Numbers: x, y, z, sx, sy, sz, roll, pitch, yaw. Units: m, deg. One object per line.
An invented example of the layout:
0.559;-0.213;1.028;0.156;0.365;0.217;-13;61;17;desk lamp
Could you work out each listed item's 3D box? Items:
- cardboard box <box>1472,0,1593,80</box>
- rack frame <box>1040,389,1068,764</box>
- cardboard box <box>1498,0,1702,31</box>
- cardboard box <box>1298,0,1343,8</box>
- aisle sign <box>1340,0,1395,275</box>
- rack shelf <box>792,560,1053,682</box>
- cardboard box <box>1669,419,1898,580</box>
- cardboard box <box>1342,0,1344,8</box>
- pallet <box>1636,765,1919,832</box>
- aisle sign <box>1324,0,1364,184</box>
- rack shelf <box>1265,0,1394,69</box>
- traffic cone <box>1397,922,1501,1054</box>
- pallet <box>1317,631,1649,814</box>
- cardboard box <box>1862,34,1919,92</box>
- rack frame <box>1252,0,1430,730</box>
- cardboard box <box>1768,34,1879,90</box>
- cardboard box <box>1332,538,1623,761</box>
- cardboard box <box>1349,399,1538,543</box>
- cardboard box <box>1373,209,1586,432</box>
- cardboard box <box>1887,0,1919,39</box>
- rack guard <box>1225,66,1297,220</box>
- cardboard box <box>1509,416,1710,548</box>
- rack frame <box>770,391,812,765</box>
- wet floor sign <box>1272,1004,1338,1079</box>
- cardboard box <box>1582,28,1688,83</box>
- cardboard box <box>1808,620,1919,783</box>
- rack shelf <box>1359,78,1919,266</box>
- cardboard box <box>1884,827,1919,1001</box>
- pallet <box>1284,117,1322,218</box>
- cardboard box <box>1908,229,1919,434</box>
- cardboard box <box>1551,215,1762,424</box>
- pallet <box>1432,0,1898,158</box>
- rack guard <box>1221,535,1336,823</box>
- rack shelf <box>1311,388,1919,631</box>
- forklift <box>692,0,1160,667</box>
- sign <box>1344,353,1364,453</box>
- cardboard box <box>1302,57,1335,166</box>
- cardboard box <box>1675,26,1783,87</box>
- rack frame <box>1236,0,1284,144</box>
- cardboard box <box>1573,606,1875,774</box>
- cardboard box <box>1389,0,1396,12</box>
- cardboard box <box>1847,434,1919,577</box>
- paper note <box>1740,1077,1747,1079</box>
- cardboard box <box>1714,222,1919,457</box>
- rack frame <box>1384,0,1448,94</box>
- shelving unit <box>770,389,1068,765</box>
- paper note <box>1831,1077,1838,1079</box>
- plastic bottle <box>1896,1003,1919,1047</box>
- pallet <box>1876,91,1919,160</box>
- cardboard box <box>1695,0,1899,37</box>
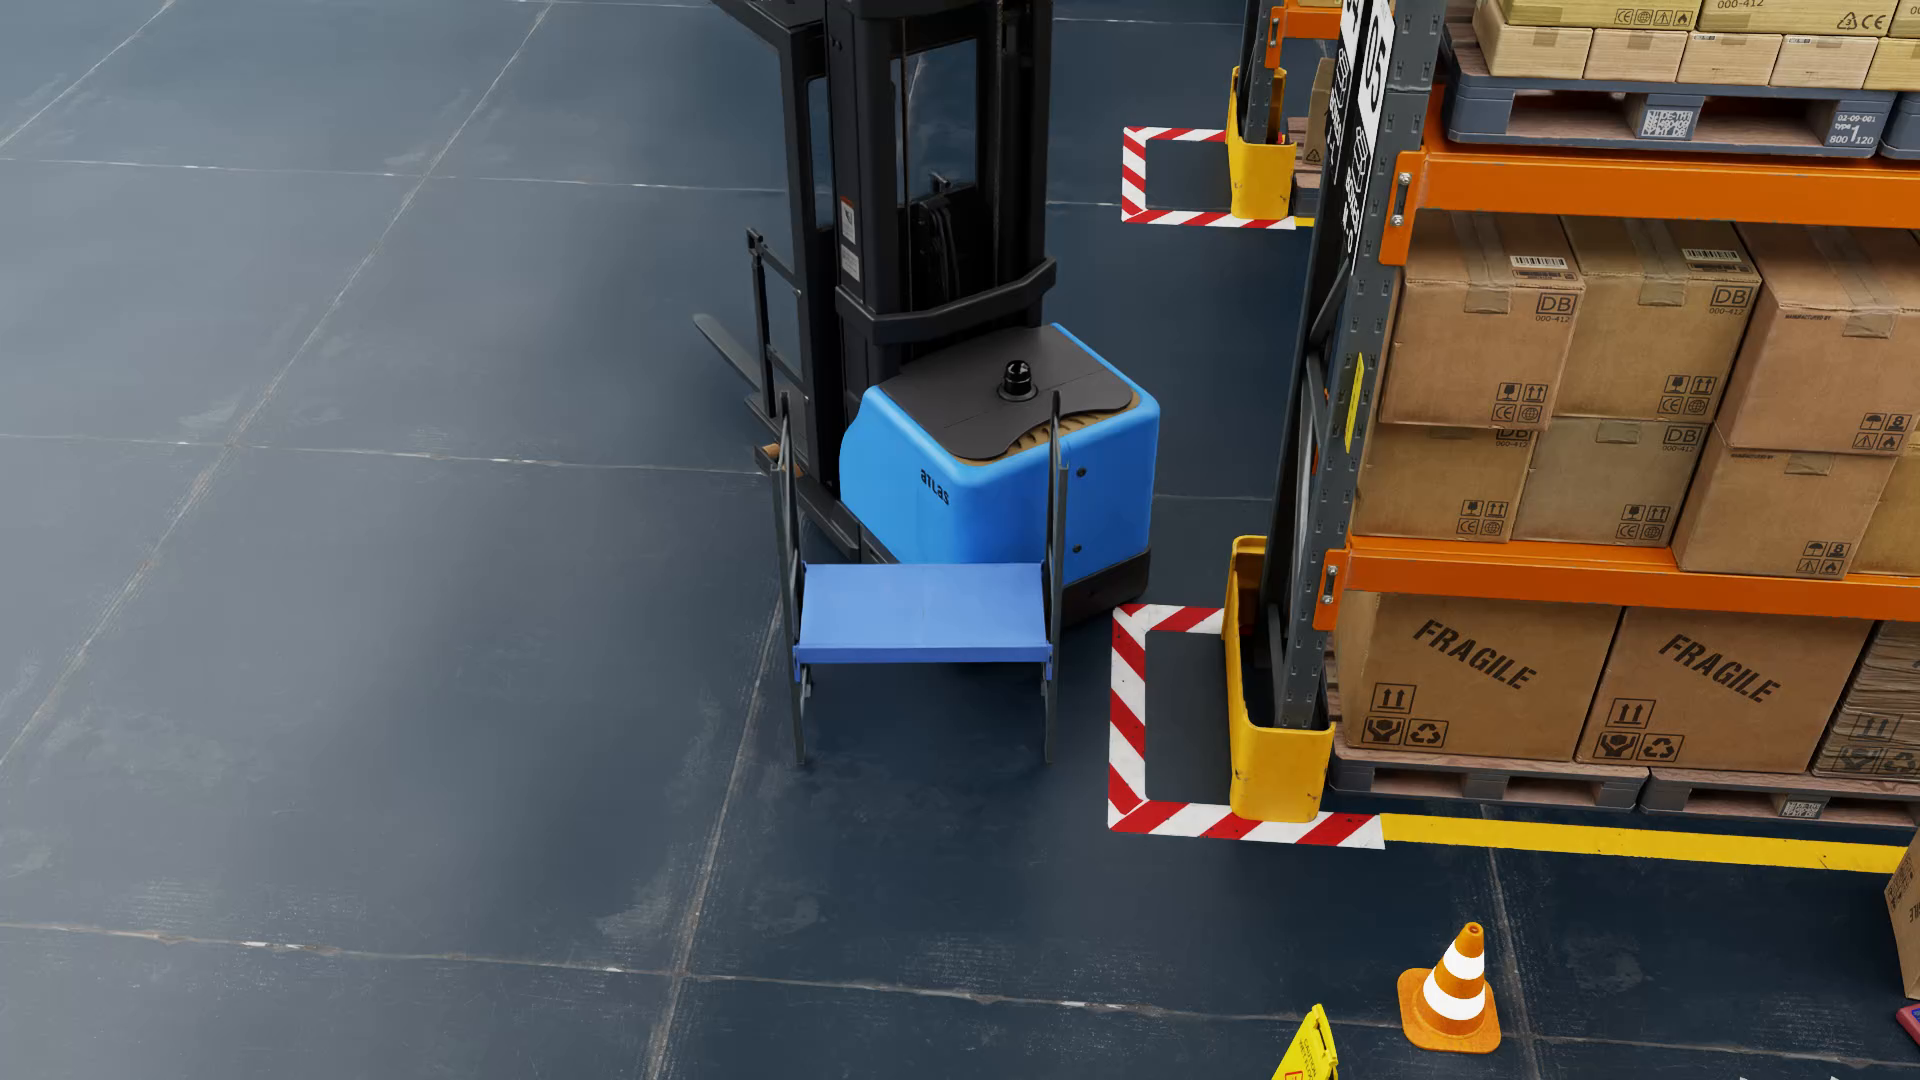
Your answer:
1.631;-1.467;4.758;0.250;0.149;0.380;3;39;4;cardboard box
0.363;0.174;6.518;0.032;1.500;0.500;0;39;0;rack frame
1.776;-1.654;4.672;0.500;0.250;0.500;3;39;4;cardboard box
2.109;-3.271;9.762;0.250;0.149;0.380;3;39;4;cardboard box
1.221;-1.243;5.012;0.004;0.787;0.394;3;39;4;aisle sign
-0.145;0.317;6.628;1.000;0.185;0.538;0;39;0;rack shelf
2.788;-0.361;5.869;0.550;0.550;0.875;3;39;4;cardboard box
2.357;-3.245;9.730;0.250;0.149;0.380;3;39;4;cardboard box
3.333;0.724;6.864;1.213;0.211;1.003;3;39;4;pallet
1.273;-1.621;5.476;0.004;0.787;0.394;3;39;4;aisle sign
3.839;-3.146;9.979;4.000;0.370;1.077;3;39;4;rack shelf
1.724;1.486;5.728;0.334;0.463;0.336;3;39;4;traffic cone
2.121;0.656;6.947;1.213;0.211;1.003;3;39;4;pallet
2.637;-1.412;4.690;0.250;0.149;0.380;3;39;4;cardboard box
1.317;-0.420;6.060;0.127;3.000;1.000;3;39;4;rack frame
2.387;-1.426;4.708;0.250;0.149;0.380;3;39;4;cardboard box
1.999;0.237;6.604;0.875;0.875;0.875;3;39;4;cardboard box
1.691;-0.486;6.023;0.550;0.550;0.875;3;39;4;cardboard box
1.684;-0.852;5.617;0.550;0.550;0.875;3;39;4;cardboard box
2.785;-1.600;4.606;0.500;0.250;0.500;3;39;3;cardboard box
1.922;-2.560;10.670;0.348;0.500;1.175;3;39;4;rack guard
2.241;-0.470;6.003;0.550;0.550;0.875;3;39;4;cardboard box
-0.654;0.181;6.510;0.032;1.500;0.500;0;39;0;rack frame
1.118;1.737;5.275;0.232;0.644;0.267;-3;39;-4;wet floor sign
1.885;-1.454;4.741;0.250;0.149;0.380;3;39;4;cardboard box
3.784;0.334;6.484;0.875;0.875;0.875;3;39;4;cardboard box
3.310;-1.195;5.207;4.000;0.370;1.077;3;39;4;rack shelf
3.667;1.327;5.892;0.500;0.500;0.500;10;40;12;cardboard box
2.728;-2.382;10.679;1.213;0.211;1.003;3;39;4;pallet
3.325;-0.817;5.574;0.500;0.550;0.875;3;39;4;cardboard box
2.240;-0.880;5.652;0.550;0.550;0.875;3;39;4;cardboard box
2.057;-1.515;5.100;1.213;0.211;1.003;3;39;4;pallet
1.293;0.548;6.851;0.348;0.500;1.175;3;39;4;rack guard
3.310;-0.032;6.153;4.000;0.370;1.077;3;39;4;rack shelf
-0.363;-1.494;7.434;1.130;2.935;3.031;-22;44;-25;forklift
1.264;-0.438;5.333;0.005;0.325;0.100;3;39;4;sign
2.467;-2.683;10.488;0.500;0.500;0.500;10;40;12;cardboard box
2.135;-1.440;4.724;0.250;0.149;0.380;3;39;4;cardboard box
1.846;-3.534;9.886;0.127;3.000;1.000;3;39;4;rack frame
2.875;0.283;6.547;0.875;0.875;0.875;3;39;3;cardboard box
2.605;-3.222;9.702;0.250;0.149;0.380;3;39;4;cardboard box
3.319;-0.358;5.865;0.500;0.550;0.875;3;39;4;cardboard box
2.692;1.883;5.584;0.142;0.017;0.144;16;42;19;paper note
2.786;-0.764;5.509;0.550;0.550;0.875;3;39;4;cardboard box
1.317;-2.747;4.166;0.127;3.000;1.000;3;39;4;rack frame
-0.145;0.177;6.514;1.048;1.500;0.538;0;39;0;shelving unit
3.012;1.859;5.629;0.123;0.001;0.032;24;45;26;paper note
3.386;1.735;5.741;0.133;0.061;0.283;-10;40;-12;plastic bottle
3.276;-1.450;5.020;1.213;0.211;1.003;3;39;4;pallet
2.282;-1.627;4.639;0.500;0.250;0.500;3;39;3;cardboard box
